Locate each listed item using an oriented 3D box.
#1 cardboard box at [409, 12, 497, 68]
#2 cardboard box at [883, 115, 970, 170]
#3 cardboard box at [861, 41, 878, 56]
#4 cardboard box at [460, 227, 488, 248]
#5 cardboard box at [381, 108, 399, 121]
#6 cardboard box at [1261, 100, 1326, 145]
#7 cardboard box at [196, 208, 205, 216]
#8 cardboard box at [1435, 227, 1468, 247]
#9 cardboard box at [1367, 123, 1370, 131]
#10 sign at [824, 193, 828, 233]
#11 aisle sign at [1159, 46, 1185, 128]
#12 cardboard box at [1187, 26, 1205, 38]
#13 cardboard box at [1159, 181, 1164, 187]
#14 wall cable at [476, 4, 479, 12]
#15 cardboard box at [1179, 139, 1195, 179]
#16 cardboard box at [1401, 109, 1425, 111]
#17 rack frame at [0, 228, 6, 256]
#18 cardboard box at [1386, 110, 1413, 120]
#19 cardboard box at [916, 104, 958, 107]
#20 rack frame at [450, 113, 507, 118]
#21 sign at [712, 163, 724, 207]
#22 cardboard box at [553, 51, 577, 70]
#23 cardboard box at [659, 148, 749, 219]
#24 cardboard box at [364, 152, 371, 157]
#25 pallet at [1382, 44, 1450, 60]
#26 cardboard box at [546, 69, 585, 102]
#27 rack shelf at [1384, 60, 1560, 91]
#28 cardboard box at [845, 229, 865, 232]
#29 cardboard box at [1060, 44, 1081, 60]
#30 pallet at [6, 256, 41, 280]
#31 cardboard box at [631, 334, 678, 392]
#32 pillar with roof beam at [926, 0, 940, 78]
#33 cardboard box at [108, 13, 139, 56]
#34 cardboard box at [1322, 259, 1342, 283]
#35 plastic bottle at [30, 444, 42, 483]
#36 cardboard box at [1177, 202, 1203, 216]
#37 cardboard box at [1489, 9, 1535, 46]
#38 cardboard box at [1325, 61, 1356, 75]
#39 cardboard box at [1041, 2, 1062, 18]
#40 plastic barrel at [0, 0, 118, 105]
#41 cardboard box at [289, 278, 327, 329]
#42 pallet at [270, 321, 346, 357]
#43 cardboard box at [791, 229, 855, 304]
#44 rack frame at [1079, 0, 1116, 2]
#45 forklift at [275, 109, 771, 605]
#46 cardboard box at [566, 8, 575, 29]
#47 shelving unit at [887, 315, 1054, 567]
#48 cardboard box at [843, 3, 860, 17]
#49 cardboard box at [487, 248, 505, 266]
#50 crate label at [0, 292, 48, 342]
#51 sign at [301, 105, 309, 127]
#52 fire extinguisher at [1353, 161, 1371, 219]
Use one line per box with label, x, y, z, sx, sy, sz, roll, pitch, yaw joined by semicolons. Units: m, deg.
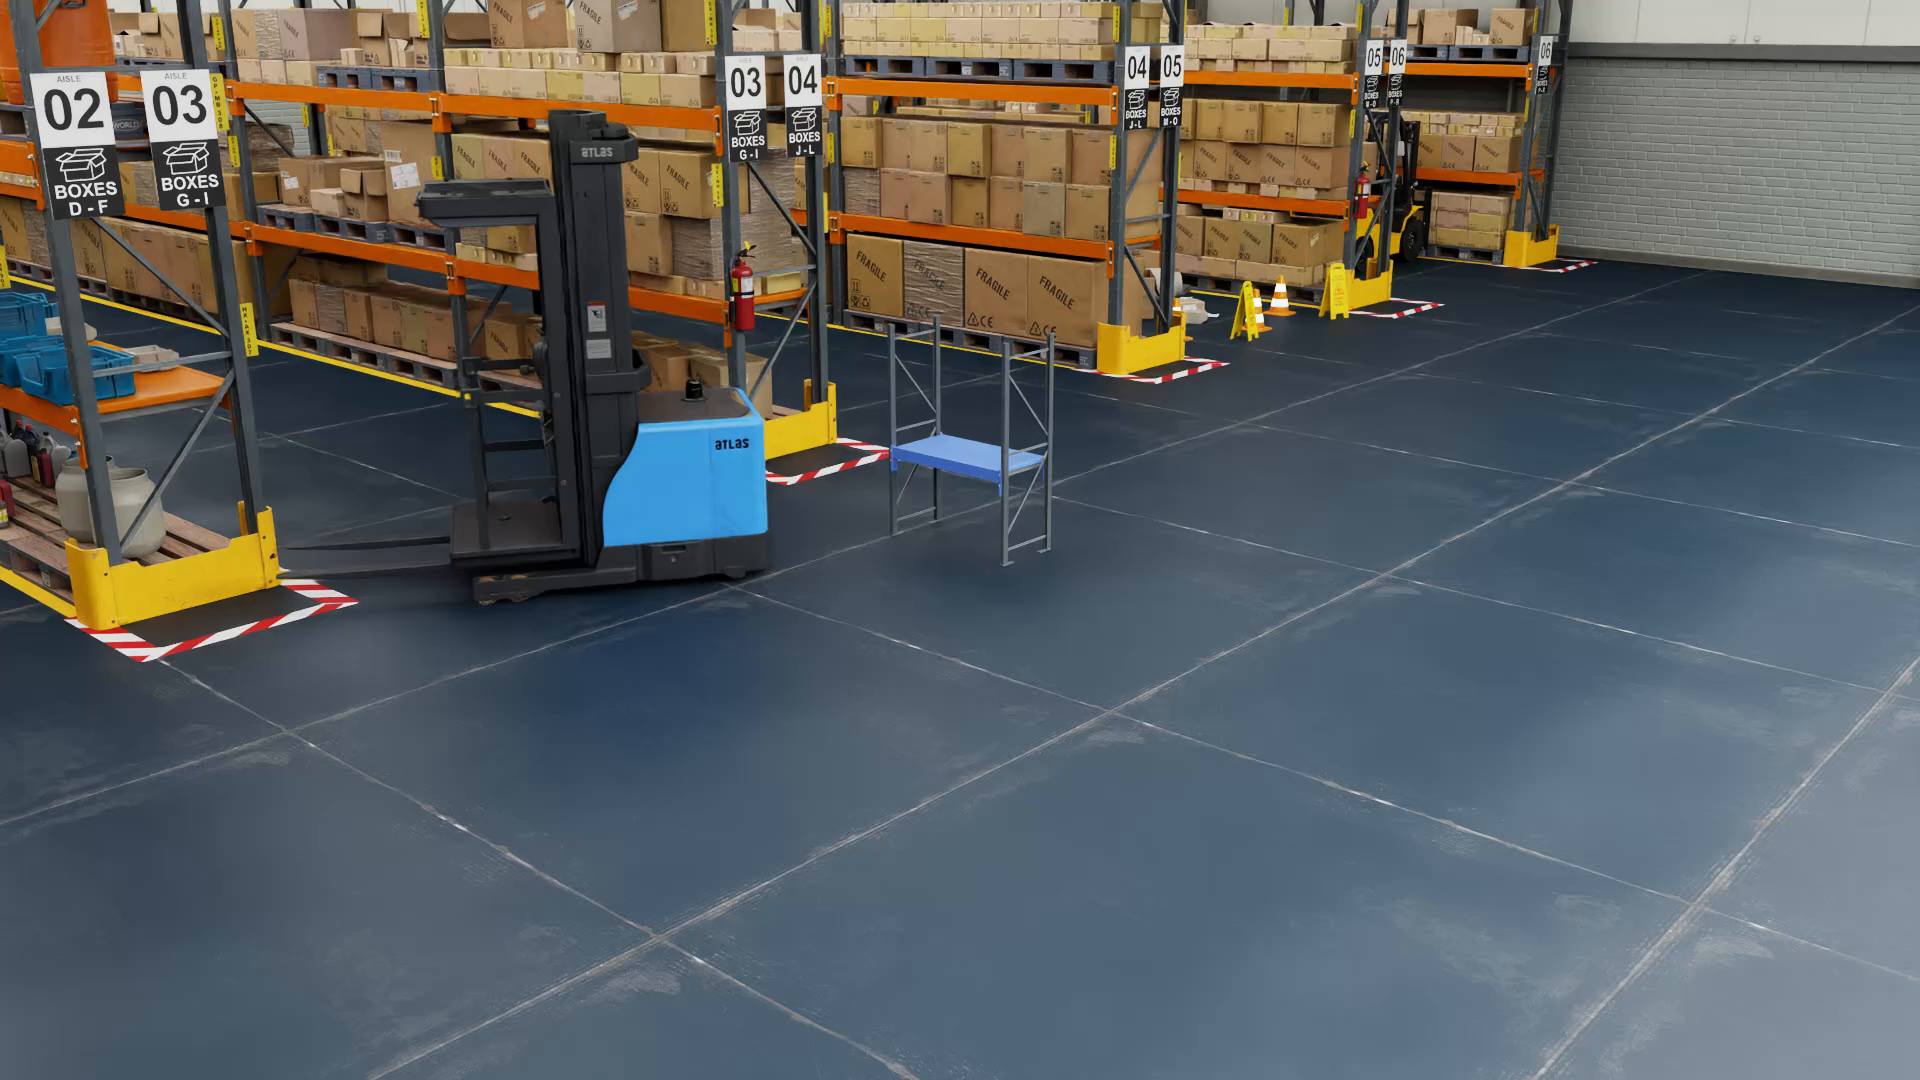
cardboard box;-4.769;-4.764;15.839;0.637;0.503;0.797;14;22;37
cardboard box;-0.374;-4.490;18.767;0.550;0.550;0.875;15;23;39
cardboard box;-0.874;-5.426;18.346;0.250;0.149;0.380;15;23;39
cardboard box;-4.188;-3.053;15.615;0.500;0.500;0.875;15;23;39
cardboard box;-8.393;-6.584;25.088;0.500;0.500;0.500;16;23;41
cardboard box;4.186;-5.229;20.820;0.500;0.500;0.700;15;23;40
cardboard box;-8.377;-3.963;18.975;0.500;0.500;0.500;15;23;39
cardboard box;7.452;-4.545;24.825;0.500;0.250;0.500;15;23;39
cardboard box;6.389;-6.303;25.277;0.250;0.149;0.380;14;22;38
sign;-1.131;-2.700;13.729;0.005;0.325;0.100;15;23;39
aisle sign;2.129;-4.559;16.721;0.004;0.787;0.394;15;23;39
cardboard box;3.124;-6.514;21.316;0.250;0.149;0.380;15;23;38
cardboard box;2.722;-4.811;22.228;0.250;0.149;0.380;16;24;41
wall cable;-10.821;-11.727;33.686;0.029;3.000;2.355;15;23;39
cardboard box;2.997;-5.049;21.904;0.500;0.500;0.500;15;23;39
cardboard box;6.931;-6.514;25.449;0.250;0.149;0.380;16;24;41
rack frame;-13.458;-5.377;23.596;0.127;3.000;1.000;15;23;39
cardboard box;6.643;-6.414;25.135;0.250;0.149;0.380;15;23;39
cardboard box;-0.372;-6.374;25.386;0.500;0.500;0.500;14;22;38
rack frame;-7.099;-5.676;24.537;0.127;3.000;1.000;15;23;39
sign;-1.875;-2.745;12.867;0.005;0.325;0.100;15;23;39
cardboard box;-3.229;-4.084;14.151;0.250;0.149;0.380;16;23;41
cardboard box;-2.067;-2.885;13.434;0.500;0.500;0.500;15;23;39
cardboard box;-9.045;-5.975;25.896;0.250;0.149;0.380;14;23;38
pallet;6.950;-7.311;24.876;1.213;0.211;1.003;15;23;39
cardboard box;-3.153;-3.866;14.125;0.500;0.250;0.500;15;23;38
rack shelf;6.883;-7.019;25.000;4.000;0.370;1.077;15;23;39
cardboard box;-1.358;-5.358;26.354;0.875;0.875;0.875;15;23;39
cardboard box;1.215;-4.865;16.580;0.250;0.149;0.380;15;23;40
pallet;-12.808;-3.905;23.568;1.213;0.211;1.003;15;23;39
cardboard box;-2.873;-1.545;14.958;0.500;0.500;0.500;-16;23;-41
pillar with roof beam;-3.377;-10.169;28.778;0.400;9.000;9.100;15;23;39
cardboard box;-10.026;-6.137;20.173;0.500;0.500;0.700;16;23;41
cardboard box;4.667;-3.521;21.598;0.500;0.250;0.500;15;23;39
plastic bottle;-6.761;-0.566;12.200;0.133;0.283;0.061;15;23;39
cardboard box;2.999;-4.392;22.030;0.250;0.149;0.380;17;24;42
cardboard box;7.886;-7.289;23.638;0.500;0.500;0.500;16;24;41
cardboard box;4.634;-5.725;20.149;0.250;0.149;0.380;15;23;39
cardboard box;1.022;-5.297;16.623;0.250;0.149;0.380;16;23;40
plastic barrel;-5.227;-2.947;9.577;0.708;0.830;0.600;15;23;39
cardboard box;-6.960;-2.659;18.437;0.500;0.500;0.700;14;22;36
pallet;-6.891;-2.284;18.461;1.213;0.211;1.003;15;23;39
cardboard box;-1.639;-3.302;20.081;0.750;0.750;1.050;15;23;39
rack frame;2.395;-9.996;28.233;0.127;3.000;1.000;15;23;39
forklift;-2.809;-1.172;10.460;3.031;2.935;1.130;-5;18;-15
cardboard box;-4.976;-6.837;21.807;0.258;0.266;0.396;15;23;39
shelving unit;0.064;-0.698;11.331;1.048;1.500;0.538;15;23;39
cardboard box;-1.069;-5.857;18.388;0.250;0.149;0.380;15;23;40
cardboard box;-4.138;-2.640;15.386;0.250;0.149;0.380;15;23;39
crate label;-6.335;-1.369;10.909;0.616;0.435;0.502;15;23;39
sign;-10.451;-6.769;26.550;0.005;0.325;0.100;15;23;39
fire extinguisher;4.866;-4.243;20.149;0.183;0.674;0.296;15;23;39
